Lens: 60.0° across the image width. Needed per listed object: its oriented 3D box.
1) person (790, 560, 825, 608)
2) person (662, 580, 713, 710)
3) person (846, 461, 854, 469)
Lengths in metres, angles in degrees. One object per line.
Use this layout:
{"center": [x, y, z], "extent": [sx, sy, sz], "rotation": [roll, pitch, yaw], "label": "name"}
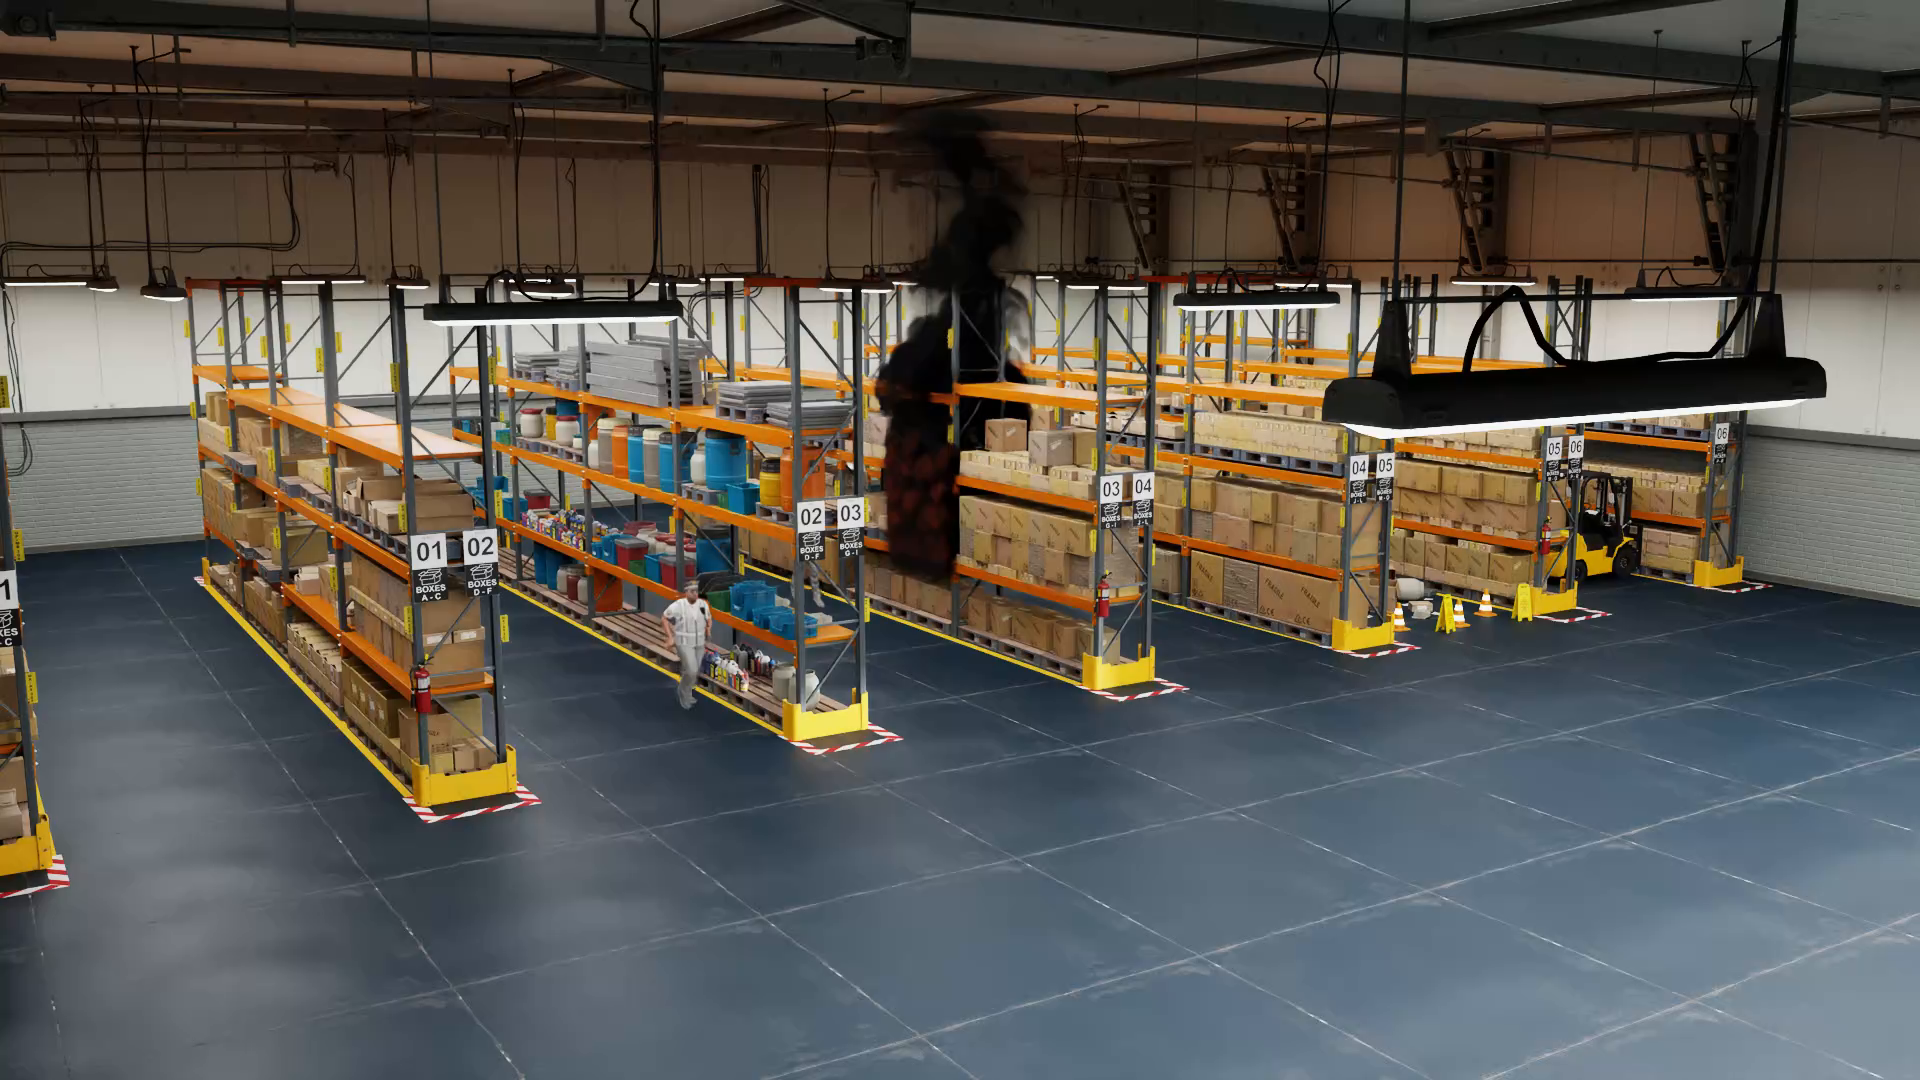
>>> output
{"center": [-2.707, 0.251, 29.436], "extent": [0.610, 1.865, 0.817], "rotation": [-8, 12, -38], "label": "person"}
{"center": [-3.645, 1.430, 22.625], "extent": [0.637, 1.809, 0.736], "rotation": [-7, 12, -38], "label": "person"}
{"center": [-2.903, -1.396, 41.432], "extent": [0.647, 1.617, 0.514], "rotation": [6, 11, 32], "label": "person"}
